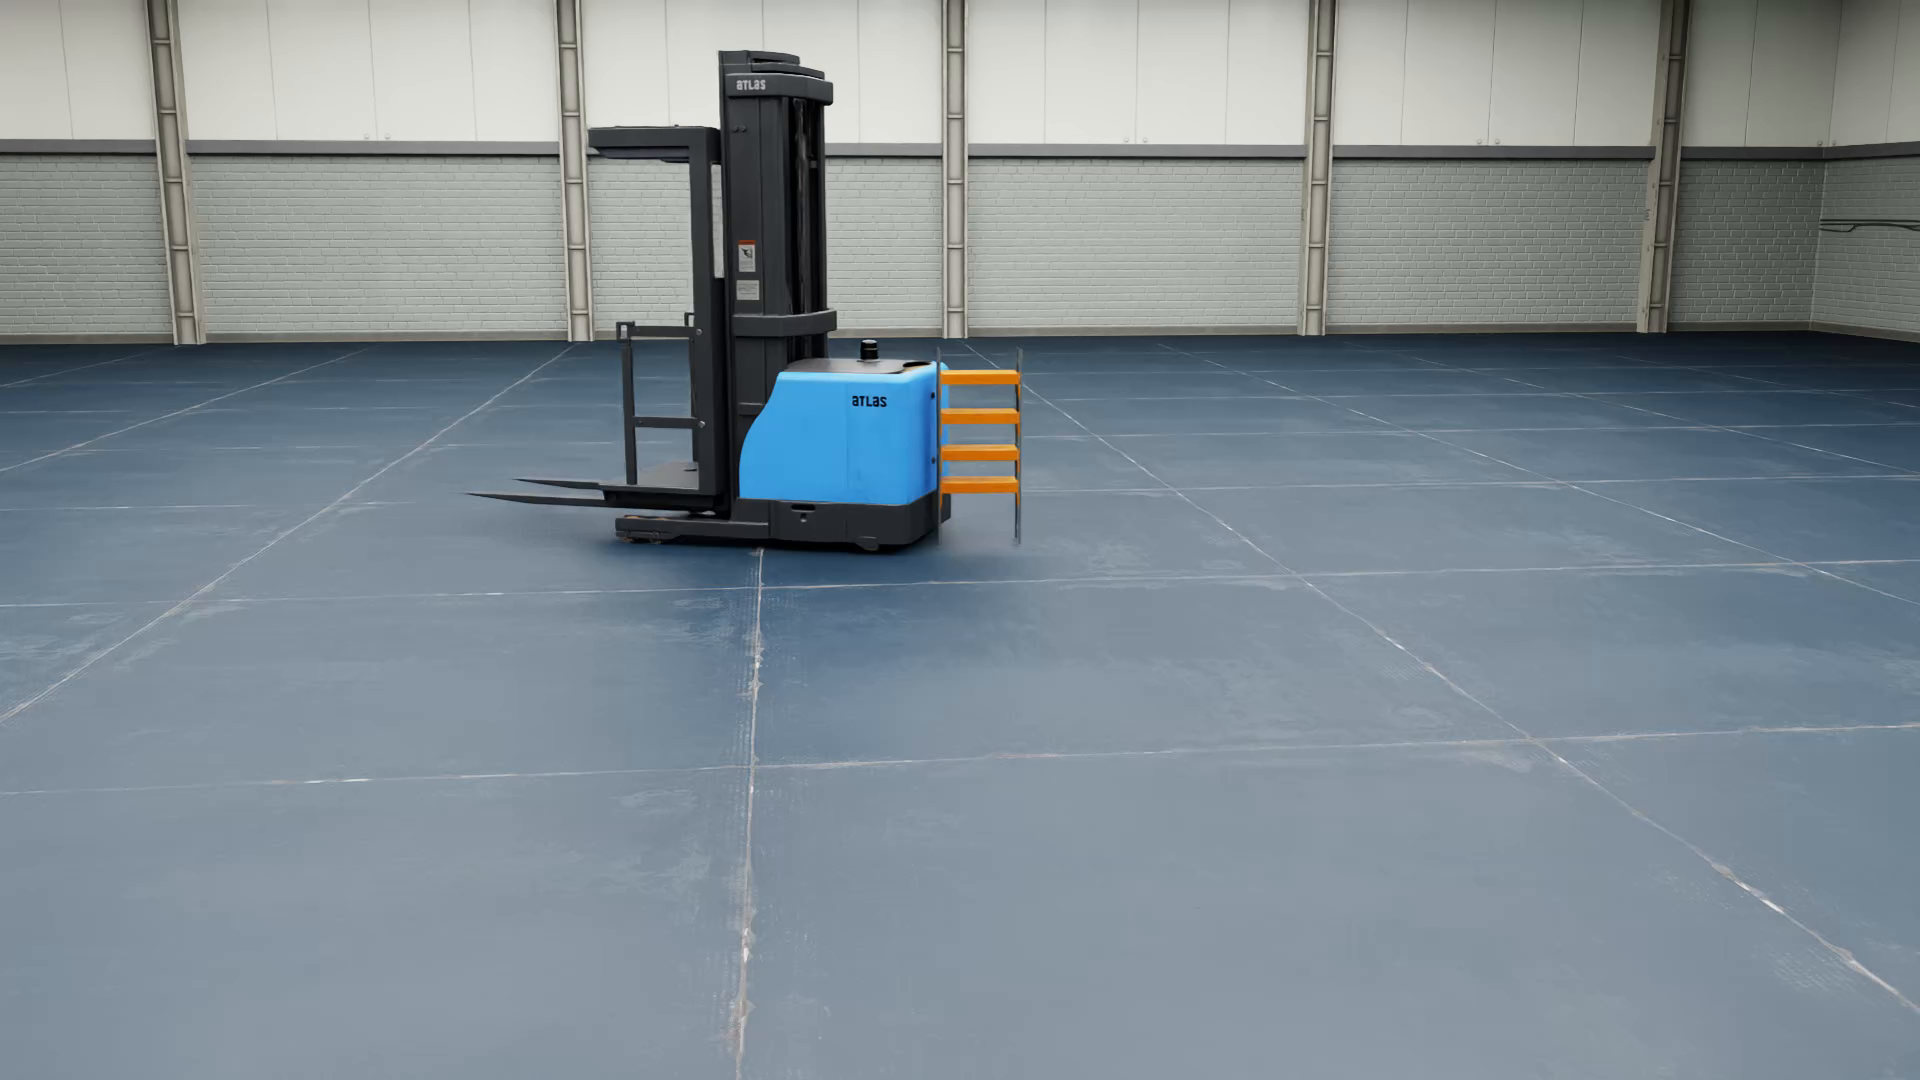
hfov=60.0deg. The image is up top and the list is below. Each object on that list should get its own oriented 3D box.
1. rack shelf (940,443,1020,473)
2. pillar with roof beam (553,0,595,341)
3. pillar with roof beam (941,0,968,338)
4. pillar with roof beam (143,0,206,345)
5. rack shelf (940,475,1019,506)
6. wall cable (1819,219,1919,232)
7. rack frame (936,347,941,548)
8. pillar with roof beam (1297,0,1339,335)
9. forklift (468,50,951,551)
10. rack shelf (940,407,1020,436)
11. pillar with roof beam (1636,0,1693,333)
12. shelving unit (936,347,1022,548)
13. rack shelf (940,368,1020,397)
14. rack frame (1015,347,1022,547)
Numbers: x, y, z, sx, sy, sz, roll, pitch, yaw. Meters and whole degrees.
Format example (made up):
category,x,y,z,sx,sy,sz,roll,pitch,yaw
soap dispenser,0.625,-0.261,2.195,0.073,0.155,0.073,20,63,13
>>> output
category,x,y,z,sx,sy,sz,roll,pitch,yaw
rack shelf,0.114,-0.502,10.158,0.480,0.148,0.258,-1,11,-3
pillar with roof beam,-5.585,-6.781,21.531,0.400,9.000,9.100,-1,11,-6
pillar with roof beam,0.380,-6.906,22.167,0.400,9.000,9.100,-1,11,-6
pillar with roof beam,-11.550,-6.656,20.895,0.400,9.000,9.100,-1,11,-6
rack shelf,0.114,-0.307,10.197,0.480,0.148,0.258,-1,11,-3
wall cable,14.916,-6.265,26.960,0.112,2.526,3.097,-1,11,-6
rack frame,-0.130,-0.565,10.132,0.015,1.200,0.240,-1,11,-3
pillar with roof beam,6.345,-7.031,22.803,0.400,9.000,9.100,-1,11,-6
forklift,-1.636,-1.506,10.431,3.031,2.935,1.130,3,12,15
rack shelf,0.114,-0.721,10.115,0.480,0.148,0.258,-1,11,-3
pillar with roof beam,12.310,-7.156,23.439,0.400,9.000,9.100,-1,11,-6
shelving unit,0.114,-0.568,10.145,0.503,1.200,0.258,-1,11,-3
rack shelf,0.114,-0.953,10.070,0.480,0.148,0.258,-1,11,-3
rack frame,0.358,-0.570,10.158,0.015,1.200,0.240,-1,11,-3
